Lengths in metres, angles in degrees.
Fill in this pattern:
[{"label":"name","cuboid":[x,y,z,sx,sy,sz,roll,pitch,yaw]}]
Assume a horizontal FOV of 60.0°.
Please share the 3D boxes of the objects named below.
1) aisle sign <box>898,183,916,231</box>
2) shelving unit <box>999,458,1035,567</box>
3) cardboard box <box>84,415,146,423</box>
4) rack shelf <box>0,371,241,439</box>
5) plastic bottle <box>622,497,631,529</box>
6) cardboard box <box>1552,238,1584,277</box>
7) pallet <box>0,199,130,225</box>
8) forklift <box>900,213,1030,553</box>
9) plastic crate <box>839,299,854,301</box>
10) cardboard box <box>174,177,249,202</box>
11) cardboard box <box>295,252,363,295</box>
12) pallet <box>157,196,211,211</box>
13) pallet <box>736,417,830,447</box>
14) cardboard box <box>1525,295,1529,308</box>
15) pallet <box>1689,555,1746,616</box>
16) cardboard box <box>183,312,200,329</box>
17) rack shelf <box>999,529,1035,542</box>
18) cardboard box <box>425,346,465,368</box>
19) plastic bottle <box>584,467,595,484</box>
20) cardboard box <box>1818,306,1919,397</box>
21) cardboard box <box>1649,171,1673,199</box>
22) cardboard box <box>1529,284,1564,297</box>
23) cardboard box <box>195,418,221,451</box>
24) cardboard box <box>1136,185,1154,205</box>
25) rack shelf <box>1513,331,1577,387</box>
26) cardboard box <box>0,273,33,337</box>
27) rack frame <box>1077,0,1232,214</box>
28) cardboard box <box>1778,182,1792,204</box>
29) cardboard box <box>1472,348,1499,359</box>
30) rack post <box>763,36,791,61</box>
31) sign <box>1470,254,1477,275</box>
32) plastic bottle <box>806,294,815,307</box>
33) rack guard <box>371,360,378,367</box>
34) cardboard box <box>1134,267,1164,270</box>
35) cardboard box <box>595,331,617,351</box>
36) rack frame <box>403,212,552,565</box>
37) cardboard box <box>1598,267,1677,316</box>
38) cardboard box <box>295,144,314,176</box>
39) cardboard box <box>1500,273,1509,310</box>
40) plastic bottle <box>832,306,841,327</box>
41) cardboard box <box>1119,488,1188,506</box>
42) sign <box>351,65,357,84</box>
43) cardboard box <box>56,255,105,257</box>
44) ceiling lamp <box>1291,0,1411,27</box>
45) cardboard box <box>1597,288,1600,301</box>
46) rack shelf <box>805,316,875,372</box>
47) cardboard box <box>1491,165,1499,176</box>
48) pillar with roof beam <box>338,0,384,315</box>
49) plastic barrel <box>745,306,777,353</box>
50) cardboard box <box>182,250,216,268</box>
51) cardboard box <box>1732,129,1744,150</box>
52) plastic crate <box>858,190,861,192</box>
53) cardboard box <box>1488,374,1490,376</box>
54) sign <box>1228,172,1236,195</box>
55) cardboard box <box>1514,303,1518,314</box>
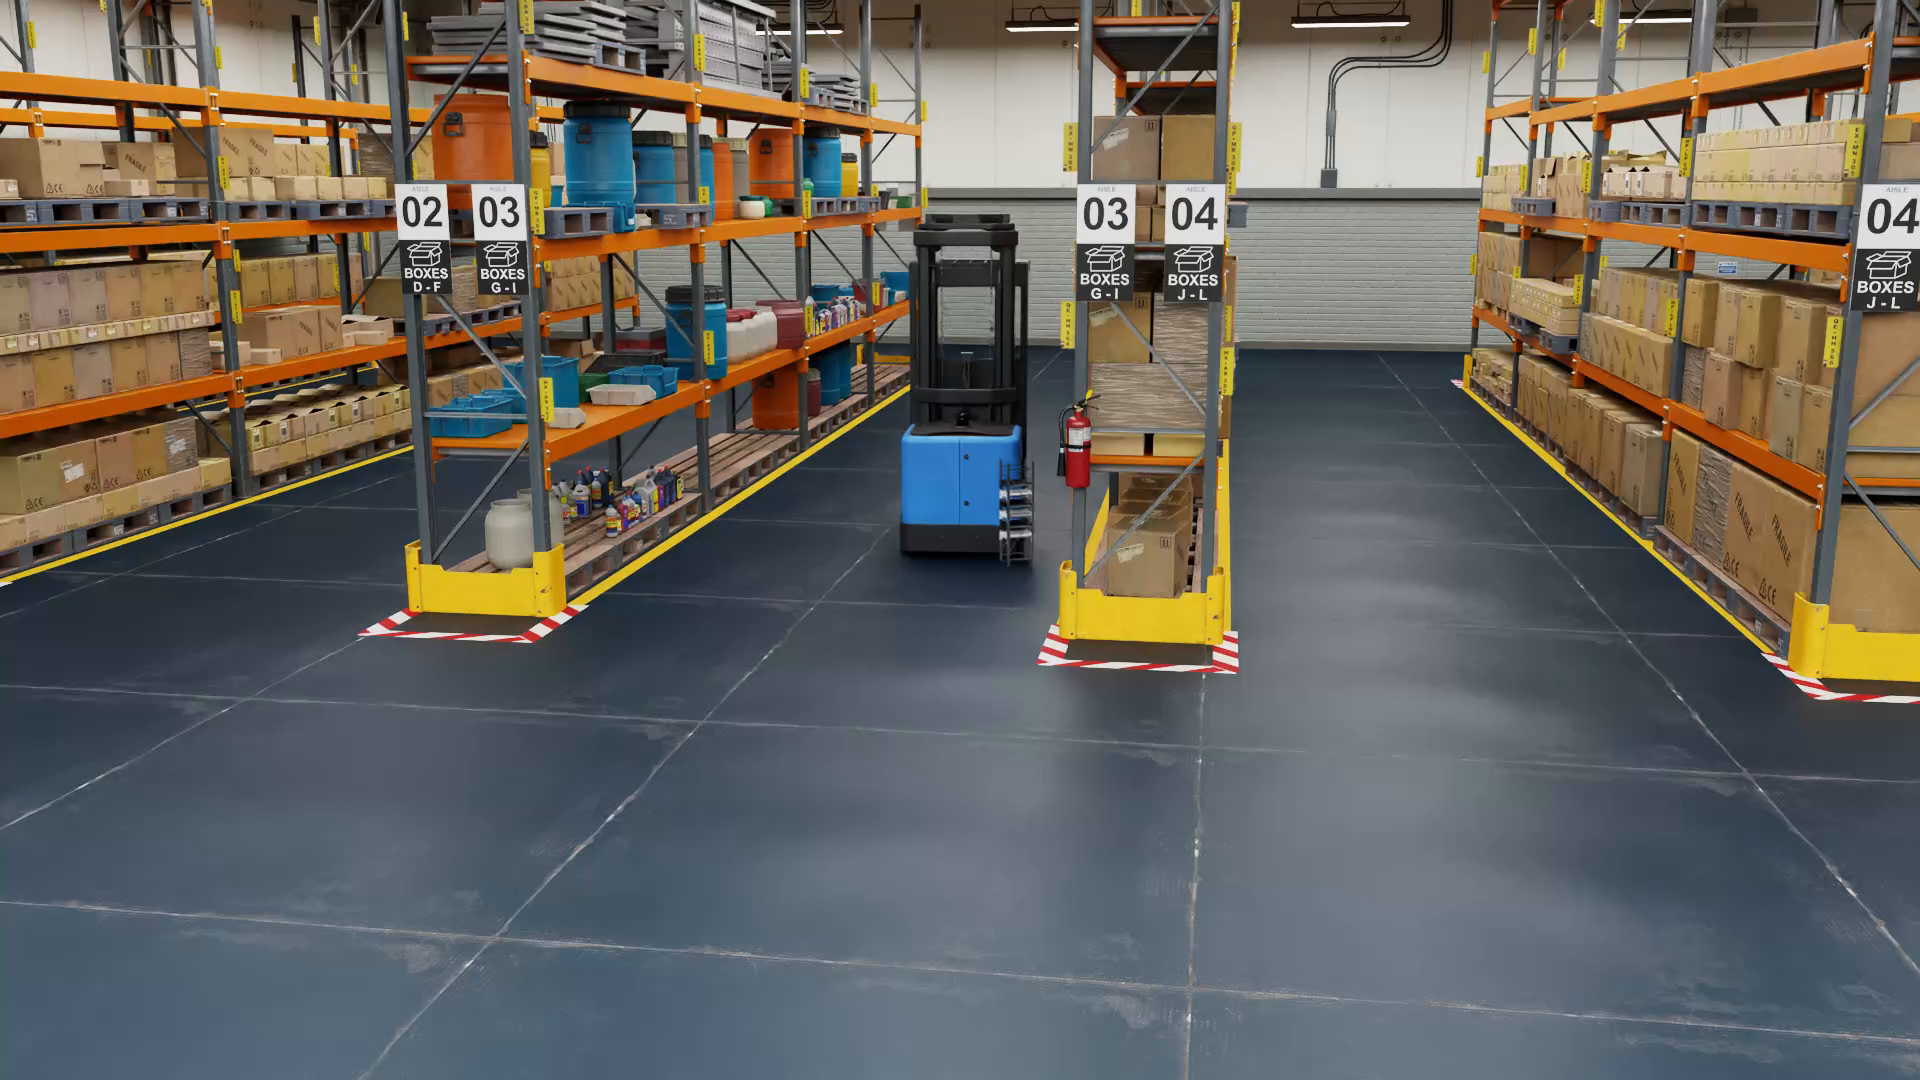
[{"label":"aisle sign","cuboid":[-0.833,-5.526,27.602,0.394,0.787,0.004,2,12,9]},{"label":"shelving unit","cuboid":[0.485,-0.238,14.211,0.258,0.900,0.210,-4,13,-17]},{"label":"cardboard box","cuboid":[-8.323,-0.950,16.289,0.500,0.500,0.500,2,12,9]},{"label":"rack shelf","cuboid":[-8.181,-1.145,15.152,1.077,0.370,4.000,2,12,9]},{"label":"plastic bottle","cuboid":[-2.955,-0.239,14.672,0.097,0.271,0.097,0,12,0]},{"label":"cardboard box","cuboid":[8.341,-3.844,22.651,0.500,0.500,0.500,2,12,10]},{"label":"pallet","cuboid":[-8.169,-2.905,14.698,1.003,0.211,1.213,2,12,9]},{"label":"forklift","cuboid":[0.098,-1.578,15.614,1.130,2.935,3.031,1,12,4]},{"label":"plastic crate","cuboid":[-1.842,-3.554,25.131,0.437,0.125,0.590,2,12,9]},{"label":"cardboard box","cuboid":[-7.769,-3.639,17.257,0.500,0.250,0.500,3,13,15]},{"label":"cardboard box","cuboid":[-10.991,-4.611,28.814,0.980,0.700,0.700,2,12,11]},{"label":"pallet","cuboid":[-11.630,-4.919,24.287,0.805,0.209,1.217,1,12,6]},{"label":"pallet","cuboid":[-2.284,-1.387,21.185,1.003,0.211,1.213,2,12,9]},{"label":"cardboard box","cuboid":[7.360,-3.018,21.026,0.380,0.149,0.250,2,12,11]},{"label":"pallet","cuboid":[6.421,0.364,13.060,1.003,0.211,1.213,2,12,9]},{"label":"cardboard box","cuboid":[-7.743,-2.164,16.395,0.380,0.149,0.250,2,12,7]},{"label":"rack shelf","cuboid":[0.487,-0.029,14.257,0.258,0.077,0.200,-4,13,-17]},{"label":"cardboard box","cuboid":[-7.188,-2.533,22.992,0.500,0.250,0.500,2,12,8]},{"label":"plastic bottle","cuboid":[-3.513,-0.518,15.775,0.144,0.351,0.185,2,12,10]},{"label":"cardboard box","cuboid":[6.281,-1.254,11.031,0.875,0.550,0.550,2,12,9]},{"label":"cardboard box","cuboid":[6.773,-3.321,15.542,0.500,0.250,0.500,2,12,8]},{"label":"cardboard box","cuboid":[7.318,-3.112,20.758,0.380,0.149,0.250,2,12,11]},{"label":"cardboard box","cuboid":[-8.094,-1.142,17.628,0.500,0.311,0.500,2,12,9]},{"label":"cardboard box","cuboid":[1.190,-2.465,11.858,0.380,0.149,0.250,1,12,7]},{"label":"rack shelf","cuboid":[7.723,-2.307,20.543,1.077,0.370,4.000,2,12,9]},{"label":"cardboard box","cuboid":[-8.320,-1.981,14.006,0.700,0.500,0.500,2,12,7]},{"label":"rack frame","cuboid":[1.300,-3.691,11.019,1.000,3.000,0.127,2,12,9]},{"label":"cardboard box","cuboid":[6.058,-2.467,11.819,0.380,0.149,0.250,2,12,8]},{"label":"cardboard box","cuboid":[8.230,-2.912,26.001,0.380,0.149,0.250,1,12,6]},{"label":"rack post","cuboid":[-2.341,-5.935,20.204,0.624,0.289,0.986,2,12,9]},{"label":"sign","cuboid":[8.110,-4.348,26.253,0.100,0.325,0.005,2,12,9]},{"label":"plastic bottle","cuboid":[-2.129,-3.322,23.662,0.144,0.351,0.185,2,12,9]},{"label":"rack guard","cuboid":[-10.919,-3.354,29.626,1.175,0.500,0.348,2,12,9]},{"label":"cardboard box","cuboid":[1.595,-2.189,14.971,0.500,0.500,0.500,2,12,9]},{"label":"cardboard box","cuboid":[-5.868,-3.283,28.253,0.500,0.500,0.500,2,12,9]},{"label":"rack frame","cuboid":[-3.594,-0.919,12.396,1.000,3.000,0.127,2,12,9]},{"label":"cardboard box","cuboid":[7.337,-2.687,17.987,0.700,0.500,0.500,2,12,8]},{"label":"cardboard box","cuboid":[-10.925,-6.211,27.171,0.500,0.500,0.500,1,12,6]},{"label":"cardboard box","cuboid":[7.907,-3.487,23.368,0.500,0.500,0.500,2,12,7]},{"label":"plastic bottle","cuboid":[-1.680,-3.007,22.376,0.152,0.276,0.135,2,12,9]},{"label":"cardboard box","cuboid":[1.585,-0.127,13.655,0.500,0.500,0.500,3,13,14]},{"label":"sign","cuboid":[-10.389,-7.978,28.506,0.100,0.325,0.005,2,12,9]},{"label":"cardboard box","cuboid":[-12.174,-3.793,22.961,0.500,0.250,0.500,2,12,7]},{"label":"ceiling lamp","cuboid":[6.679,-10.352,28.070,2.000,3.185,0.800,2,12,9]},{"label":"cardboard box","cuboid":[7.840,-2.924,19.885,0.380,0.149,0.250,2,12,11]},{"label":"rack shelf","cuboid":[-2.056,-2.649,22.131,1.077,0.370,4.000,2,12,9]},{"label":"cardboard box","cuboid":[8.162,-5.523,24.860,0.380,0.149,0.250,2,12,9]},{"label":"pillar with roof beam","cuboid":[-7.108,-7.954,30.799,9.100,9.000,0.548,2,12,9]},{"label":"plastic barrel","cuboid":[-2.311,-2.418,19.085,0.421,0.512,0.421,0,12,0]},{"label":"cardboard box","cuboid":[-11.357,-4.203,24.864,0.500,0.250,0.500,2,12,10]},{"label":"cardboard box","cuboid":[6.254,-3.120,12.957,0.380,0.149,0.250,2,12,9]},{"label":"plastic crate","cuboid":[-1.779,-5.207,25.452,0.437,0.282,0.530,2,12,9]},{"label":"cardboard box","cuboid":[8.166,-2.406,25.063,0.380,0.149,0.250,2,12,9]},{"label":"sign","cuboid":[2.452,-3.295,15.070,0.100,0.325,0.005,2,12,9]},{"label":"cardboard box","cuboid":[7.479,-3.033,21.801,0.380,0.149,0.250,2,12,10]}]
